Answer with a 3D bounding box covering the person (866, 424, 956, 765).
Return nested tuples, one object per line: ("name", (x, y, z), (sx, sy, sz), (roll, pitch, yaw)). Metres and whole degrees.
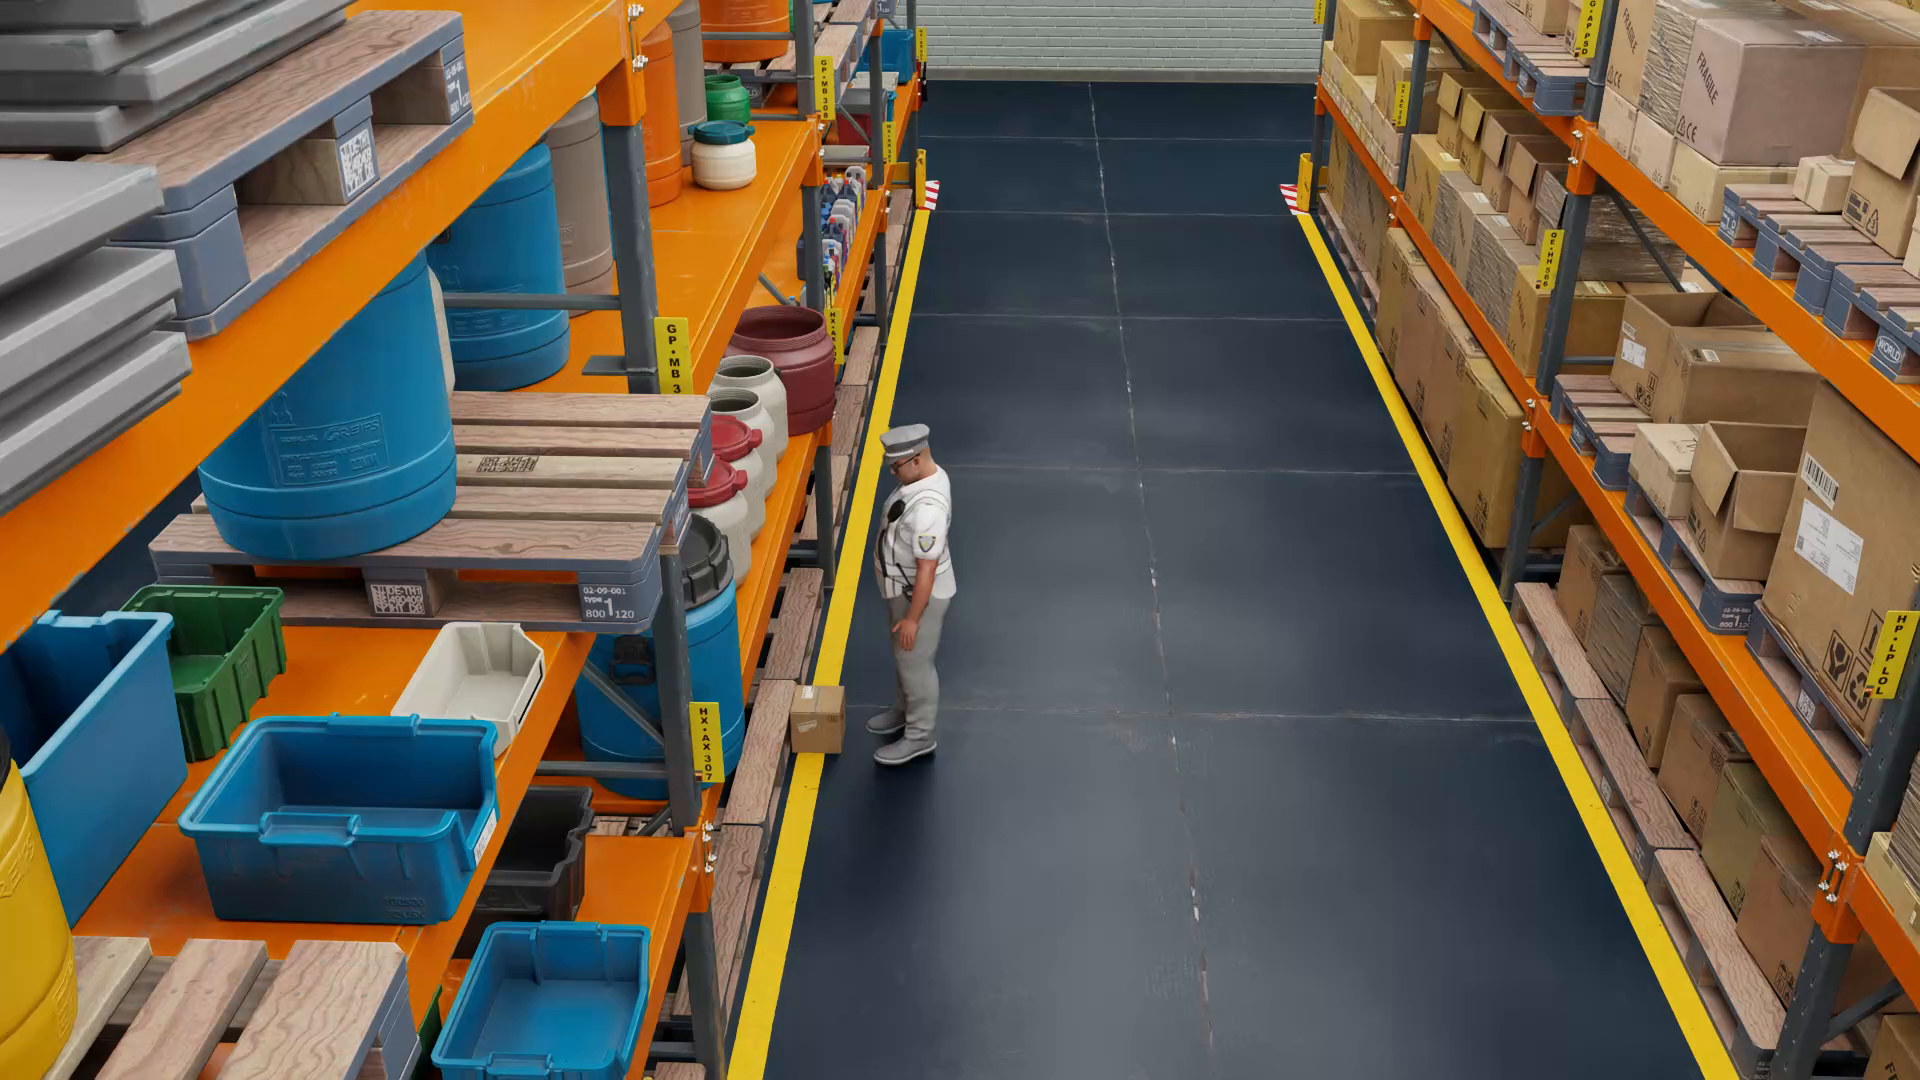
("person", (-0.247, 0.269, 8.097), (0.453, 1.775, 0.618), (-2, 28, -4))
